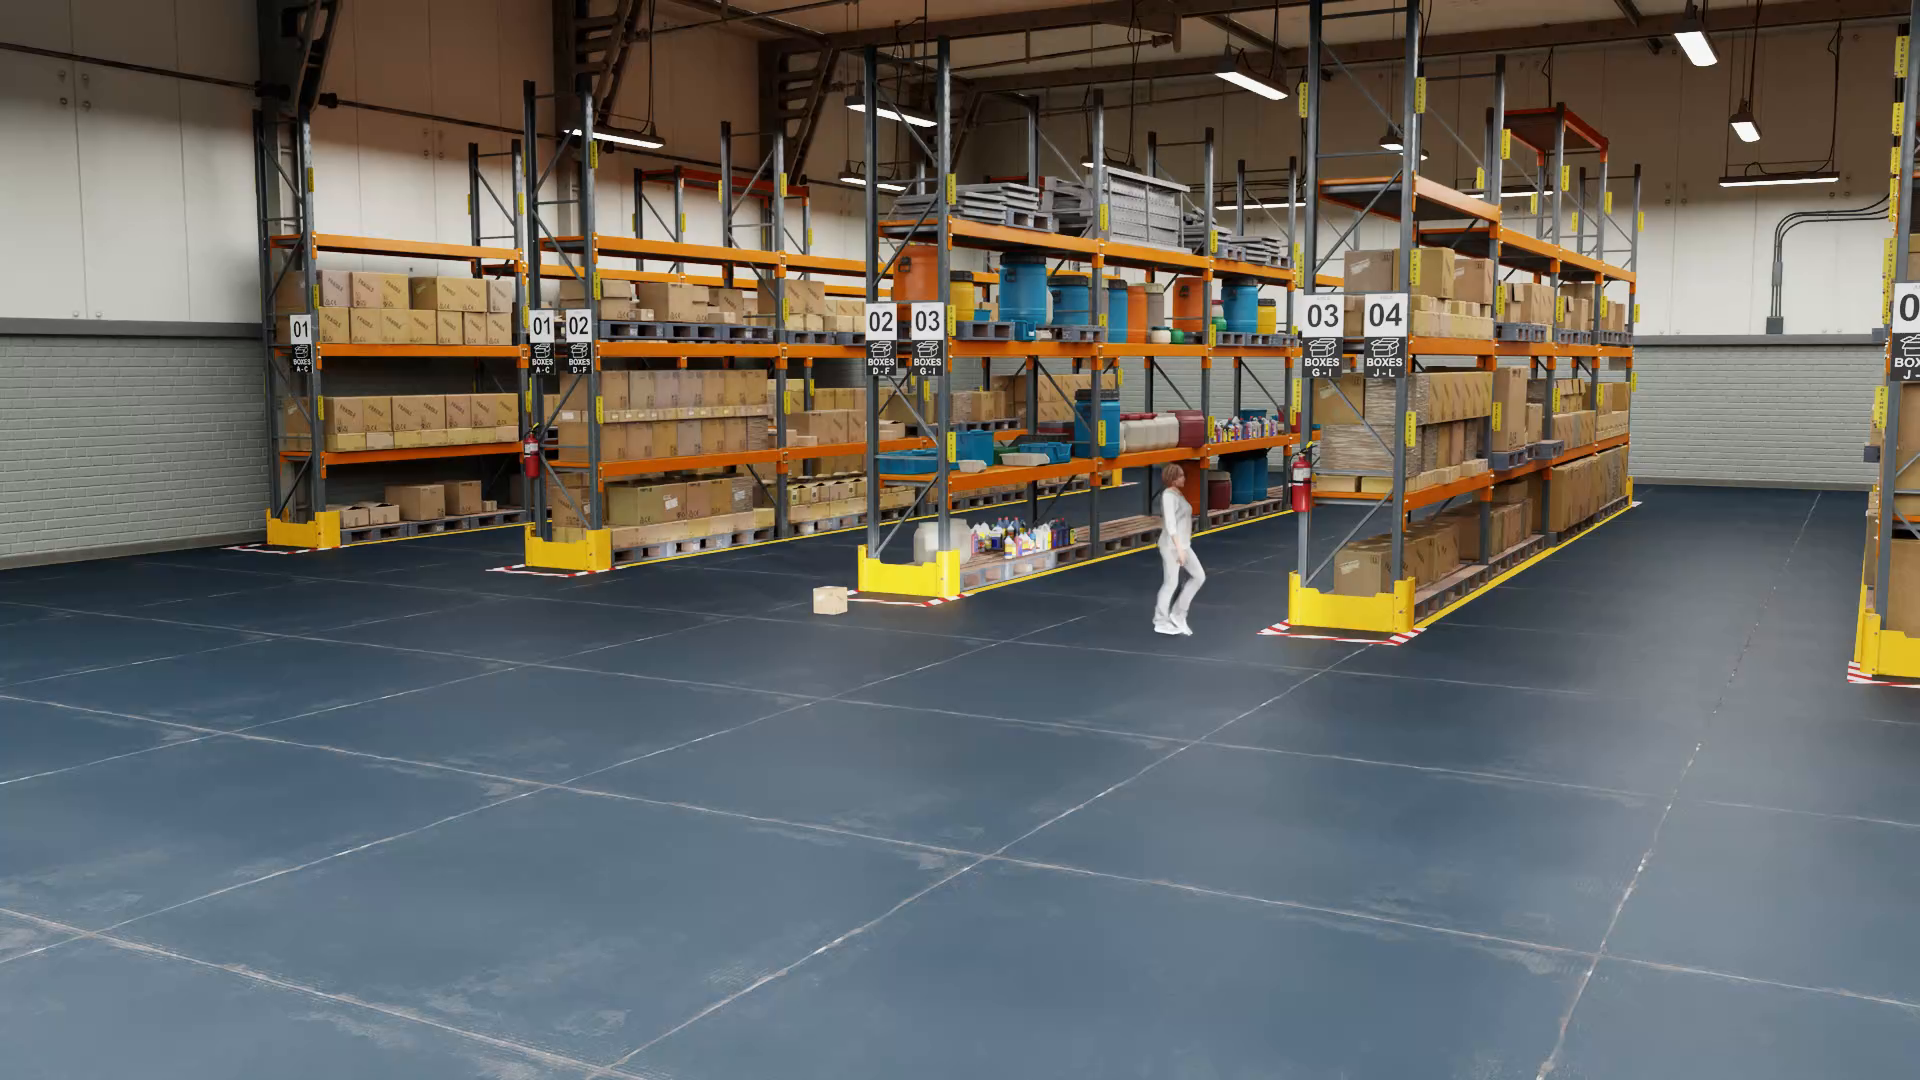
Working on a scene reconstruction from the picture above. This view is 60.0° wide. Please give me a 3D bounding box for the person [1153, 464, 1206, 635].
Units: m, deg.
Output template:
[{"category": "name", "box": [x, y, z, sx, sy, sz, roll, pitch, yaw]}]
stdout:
[{"category": "person", "box": [2.033, 0.099, 15.503, 0.466, 1.617, 0.456, 3, 7, 23]}]
